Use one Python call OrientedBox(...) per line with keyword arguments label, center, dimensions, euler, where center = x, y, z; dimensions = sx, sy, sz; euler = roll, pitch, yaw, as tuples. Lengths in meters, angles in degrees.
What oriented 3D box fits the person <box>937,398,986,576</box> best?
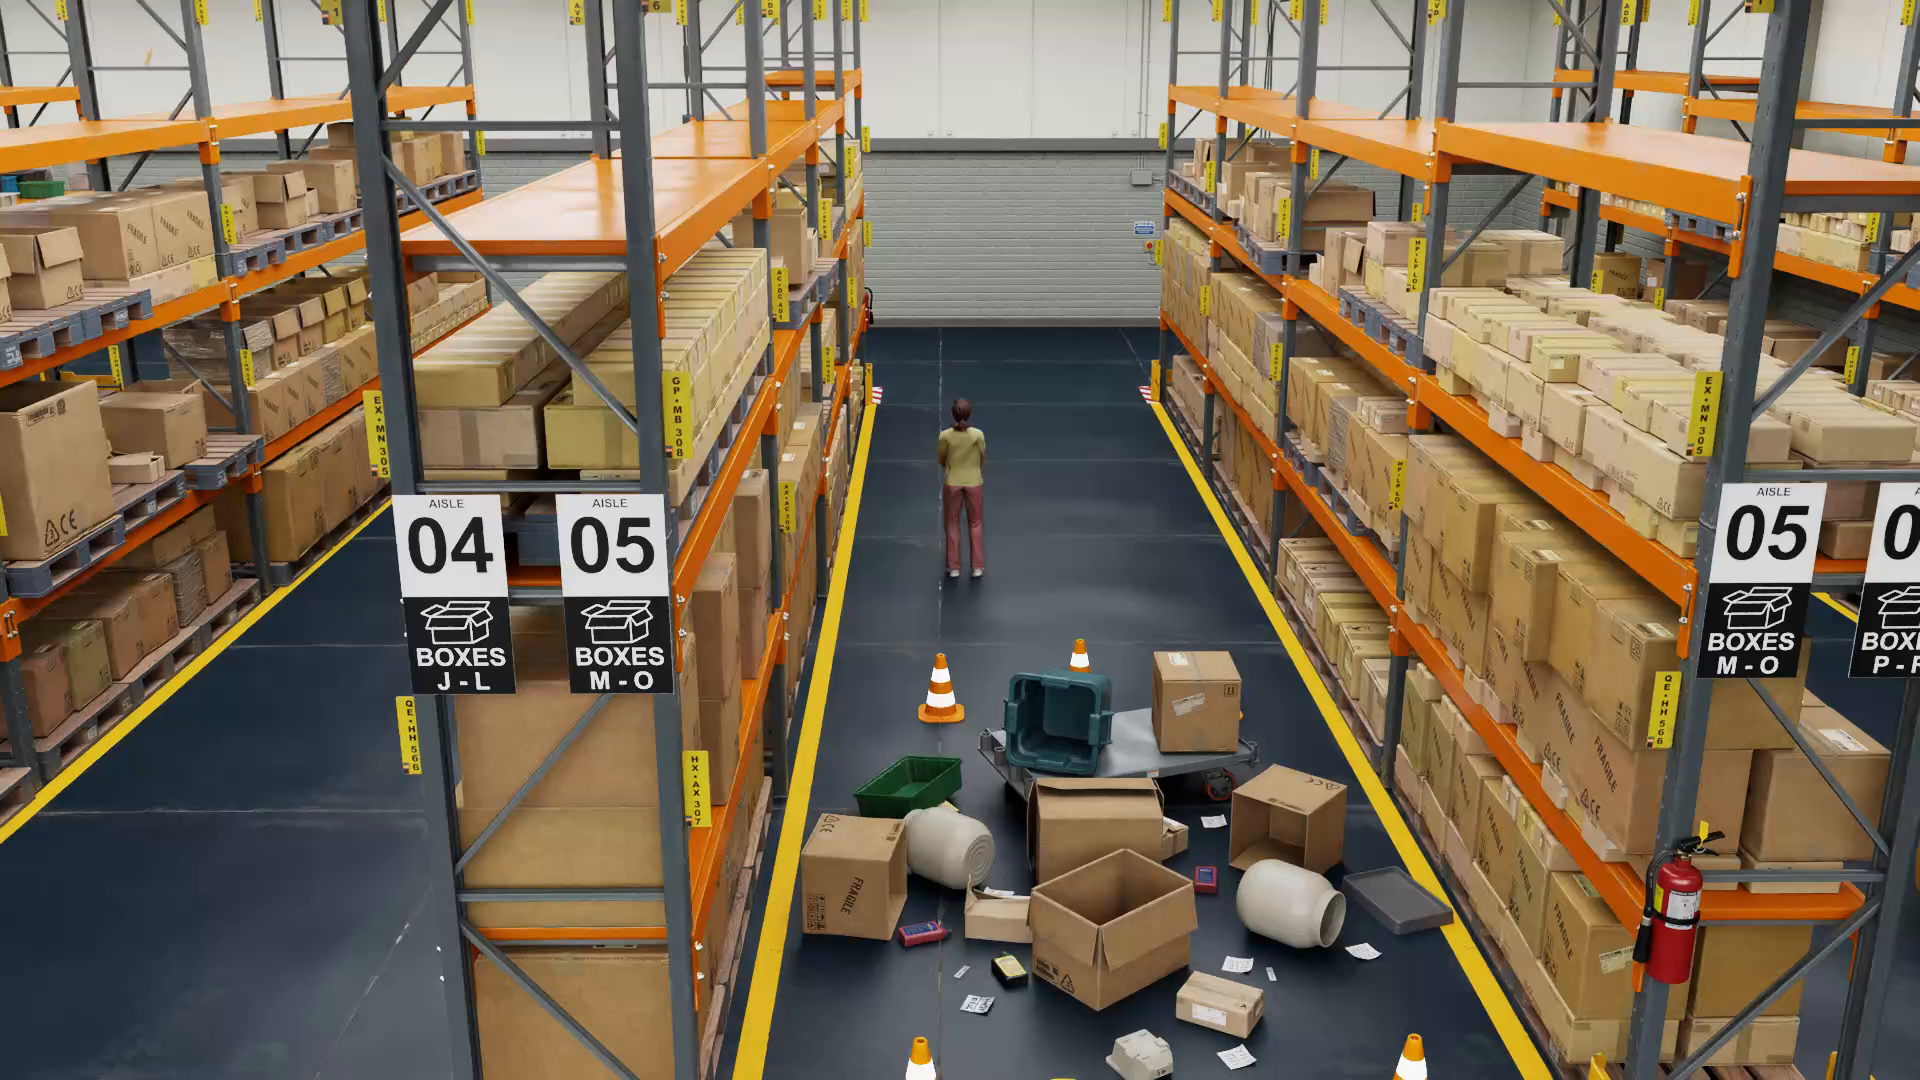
OrientedBox(label="person", center=(0.013, -0.499, 15.160), dimensions=(0.439, 1.674, 0.537), euler=(0, 17, -1))
